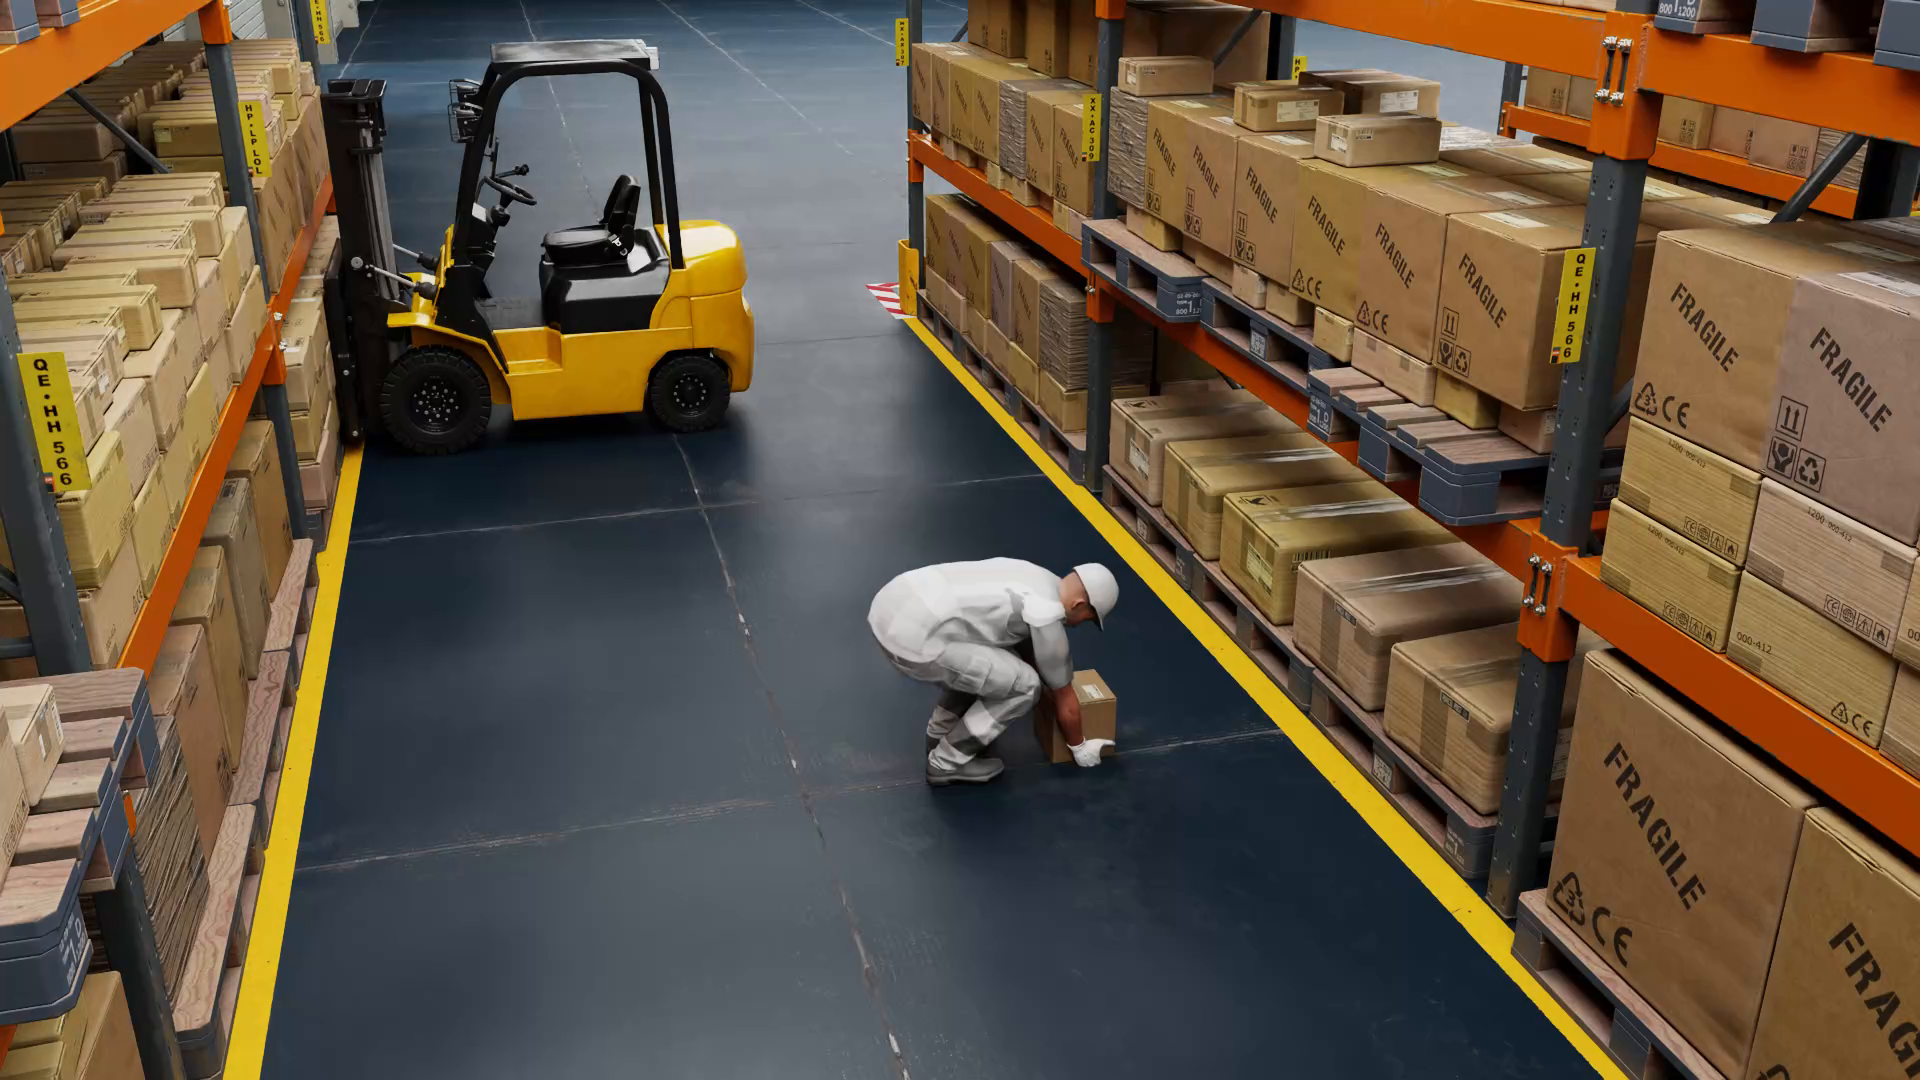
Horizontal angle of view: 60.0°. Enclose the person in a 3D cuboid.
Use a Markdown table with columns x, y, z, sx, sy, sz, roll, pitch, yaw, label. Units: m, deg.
| x | y | z | sx | sy | sz | roll | pitch | yaw | label |
| --- | --- | --- | --- | --- | --- | --- | --- | --- | --- |
| 0.148 | 0.471 | 6.248 | 0.954 | 0.828 | 0.516 | -7 | 24 | -16 | person |
